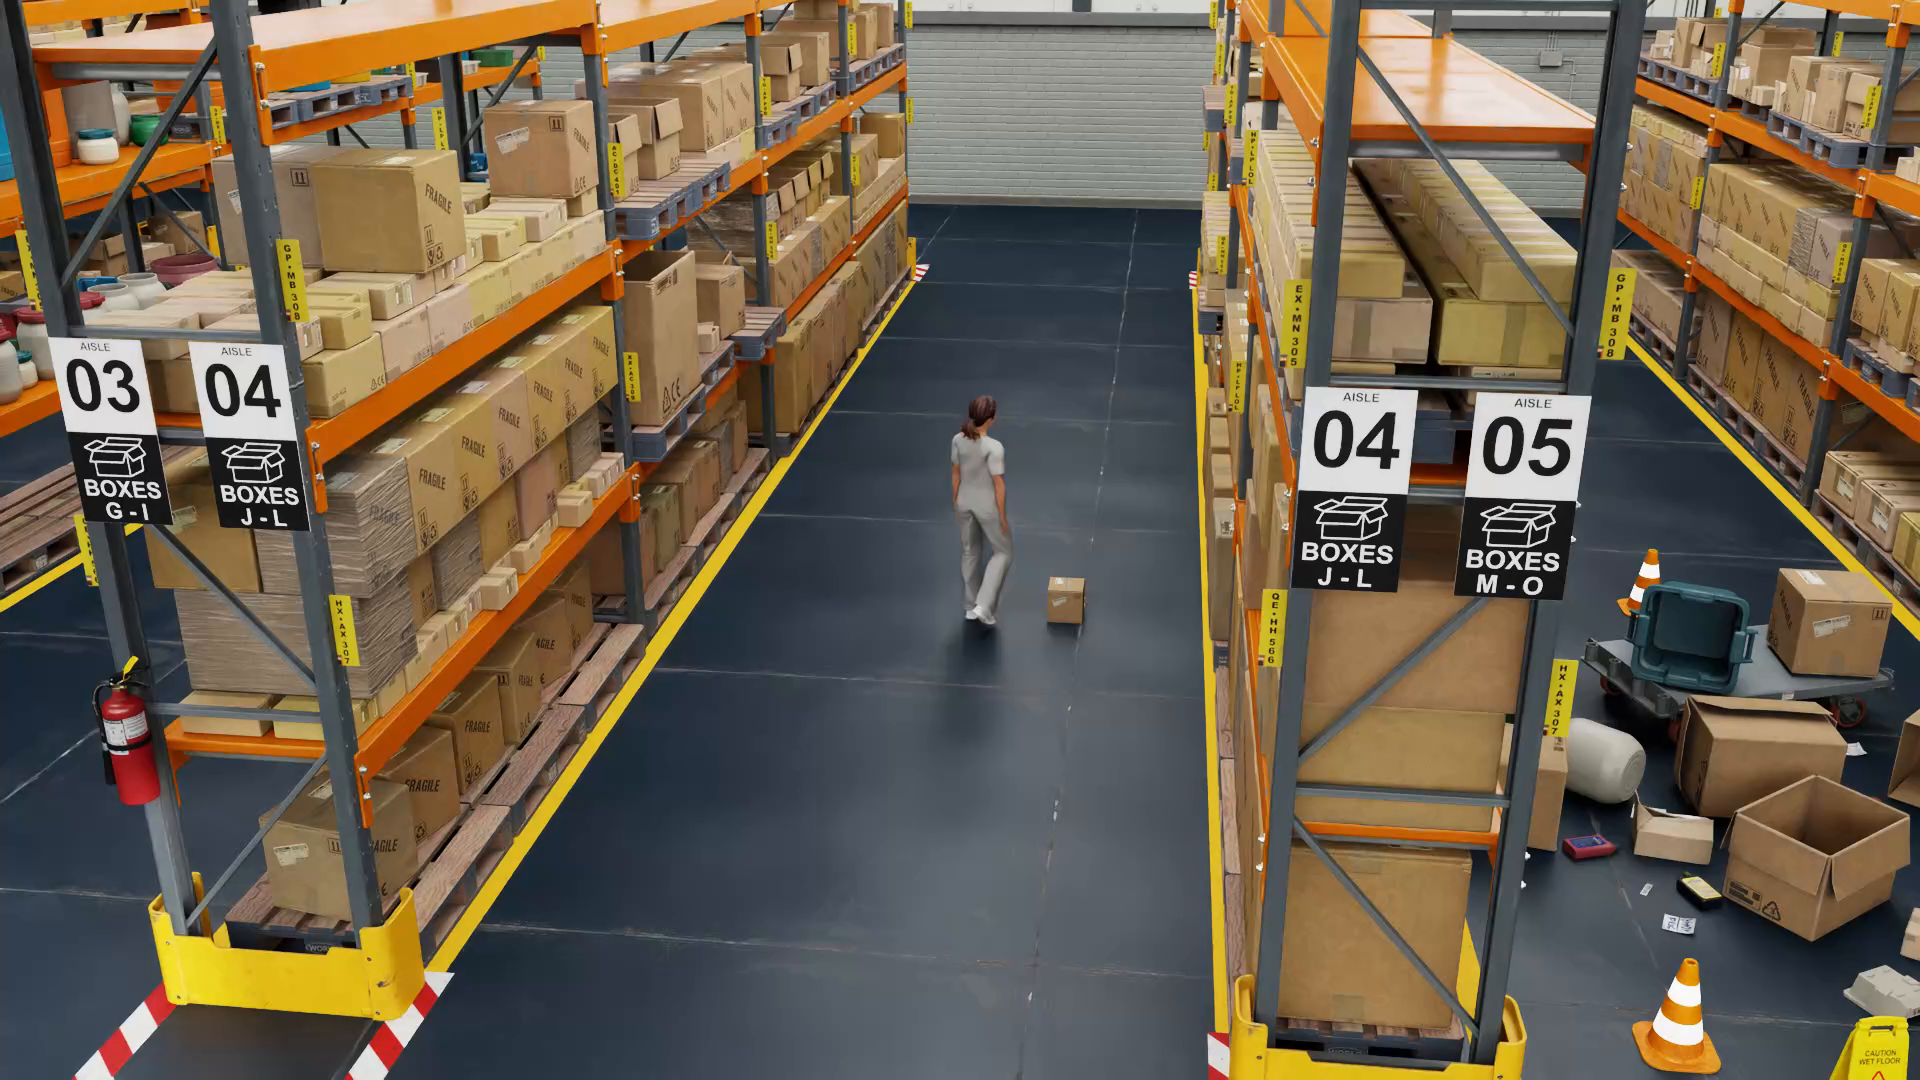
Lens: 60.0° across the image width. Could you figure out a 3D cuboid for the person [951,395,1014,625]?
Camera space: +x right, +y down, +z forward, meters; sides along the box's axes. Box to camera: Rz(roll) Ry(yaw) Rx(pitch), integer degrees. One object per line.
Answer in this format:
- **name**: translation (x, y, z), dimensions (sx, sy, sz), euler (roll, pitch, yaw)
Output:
- **person**: translation (0.137, -0.209, 11.599), dimensions (0.460, 1.668, 0.522), euler (14, 25, 32)
